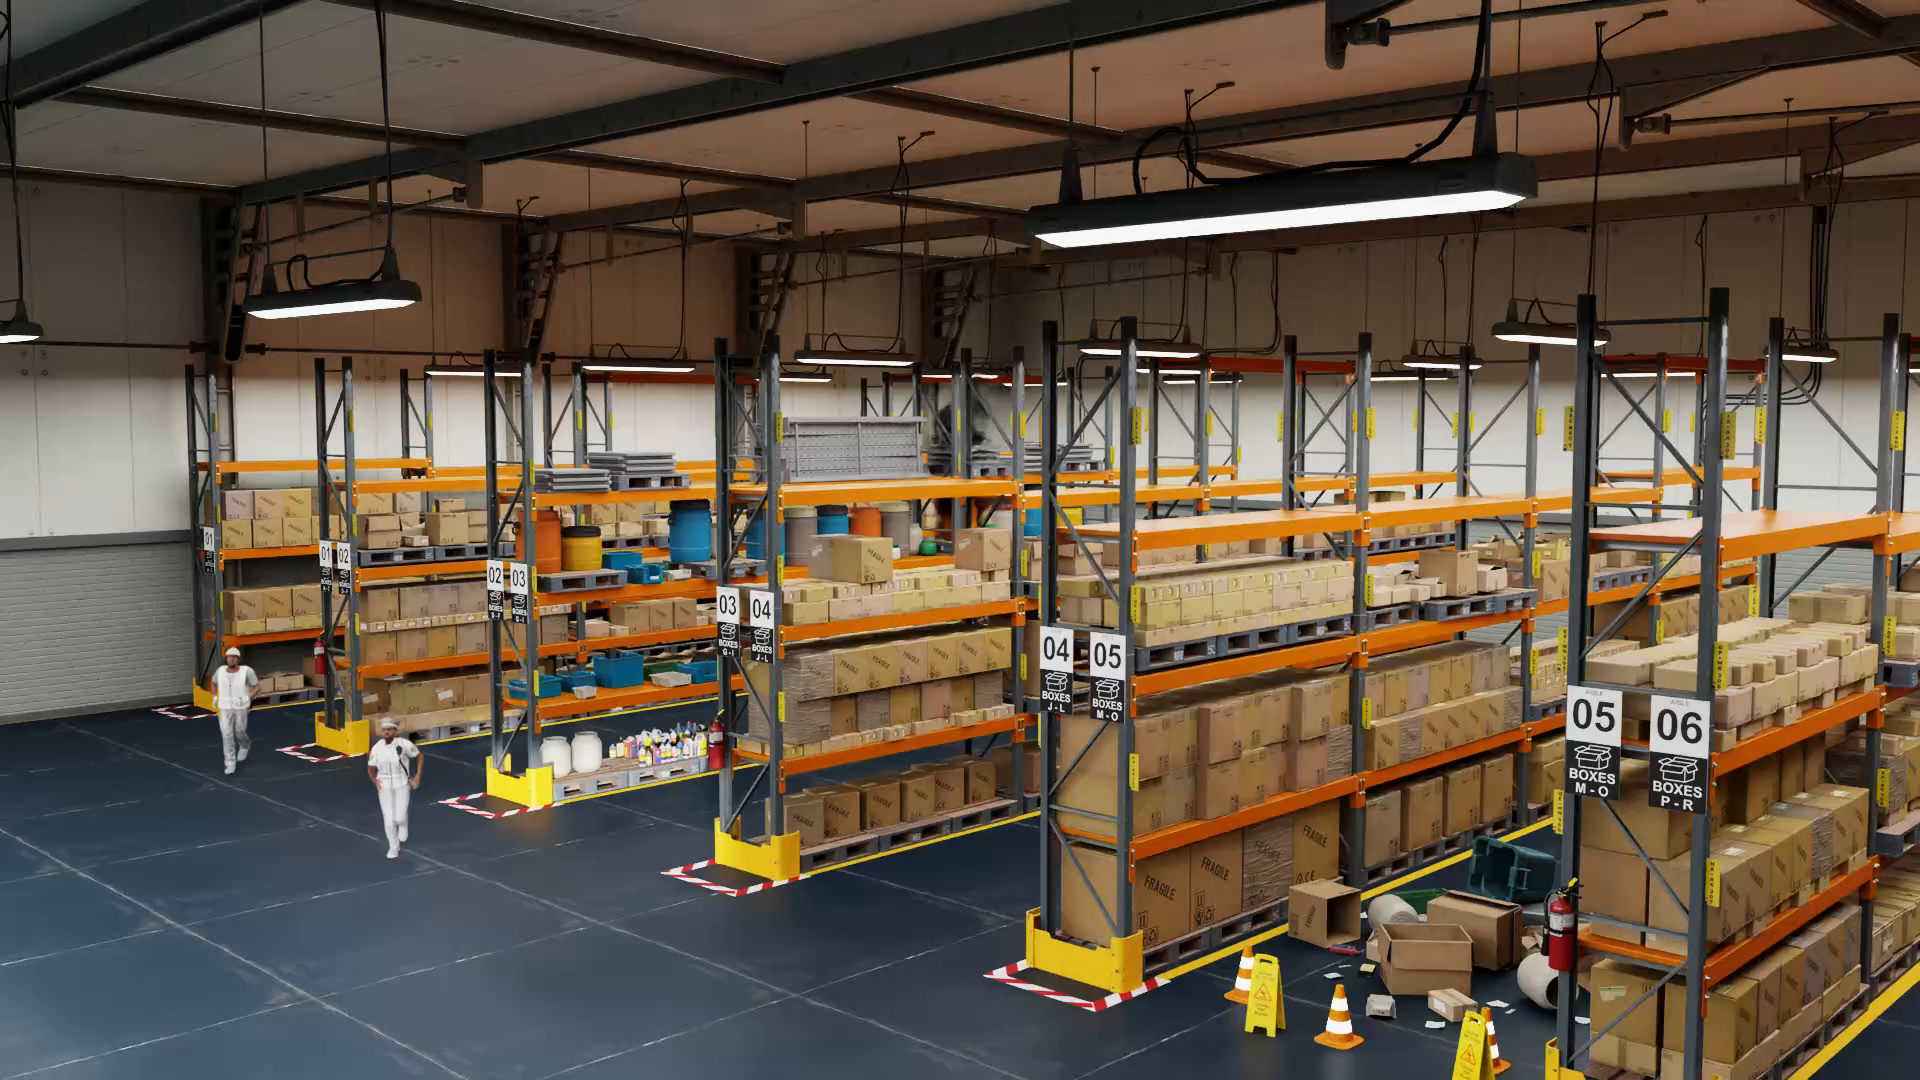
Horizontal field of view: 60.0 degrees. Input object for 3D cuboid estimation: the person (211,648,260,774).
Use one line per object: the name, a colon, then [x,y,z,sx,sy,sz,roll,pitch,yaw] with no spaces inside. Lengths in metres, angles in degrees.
person: [-10.490,2.434,24.056,0.689,1.771,0.908,-1,4,-13]

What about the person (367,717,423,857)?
person: [-6.561,2.871,19.276,0.595,1.655,0.580,-1,4,-8]
